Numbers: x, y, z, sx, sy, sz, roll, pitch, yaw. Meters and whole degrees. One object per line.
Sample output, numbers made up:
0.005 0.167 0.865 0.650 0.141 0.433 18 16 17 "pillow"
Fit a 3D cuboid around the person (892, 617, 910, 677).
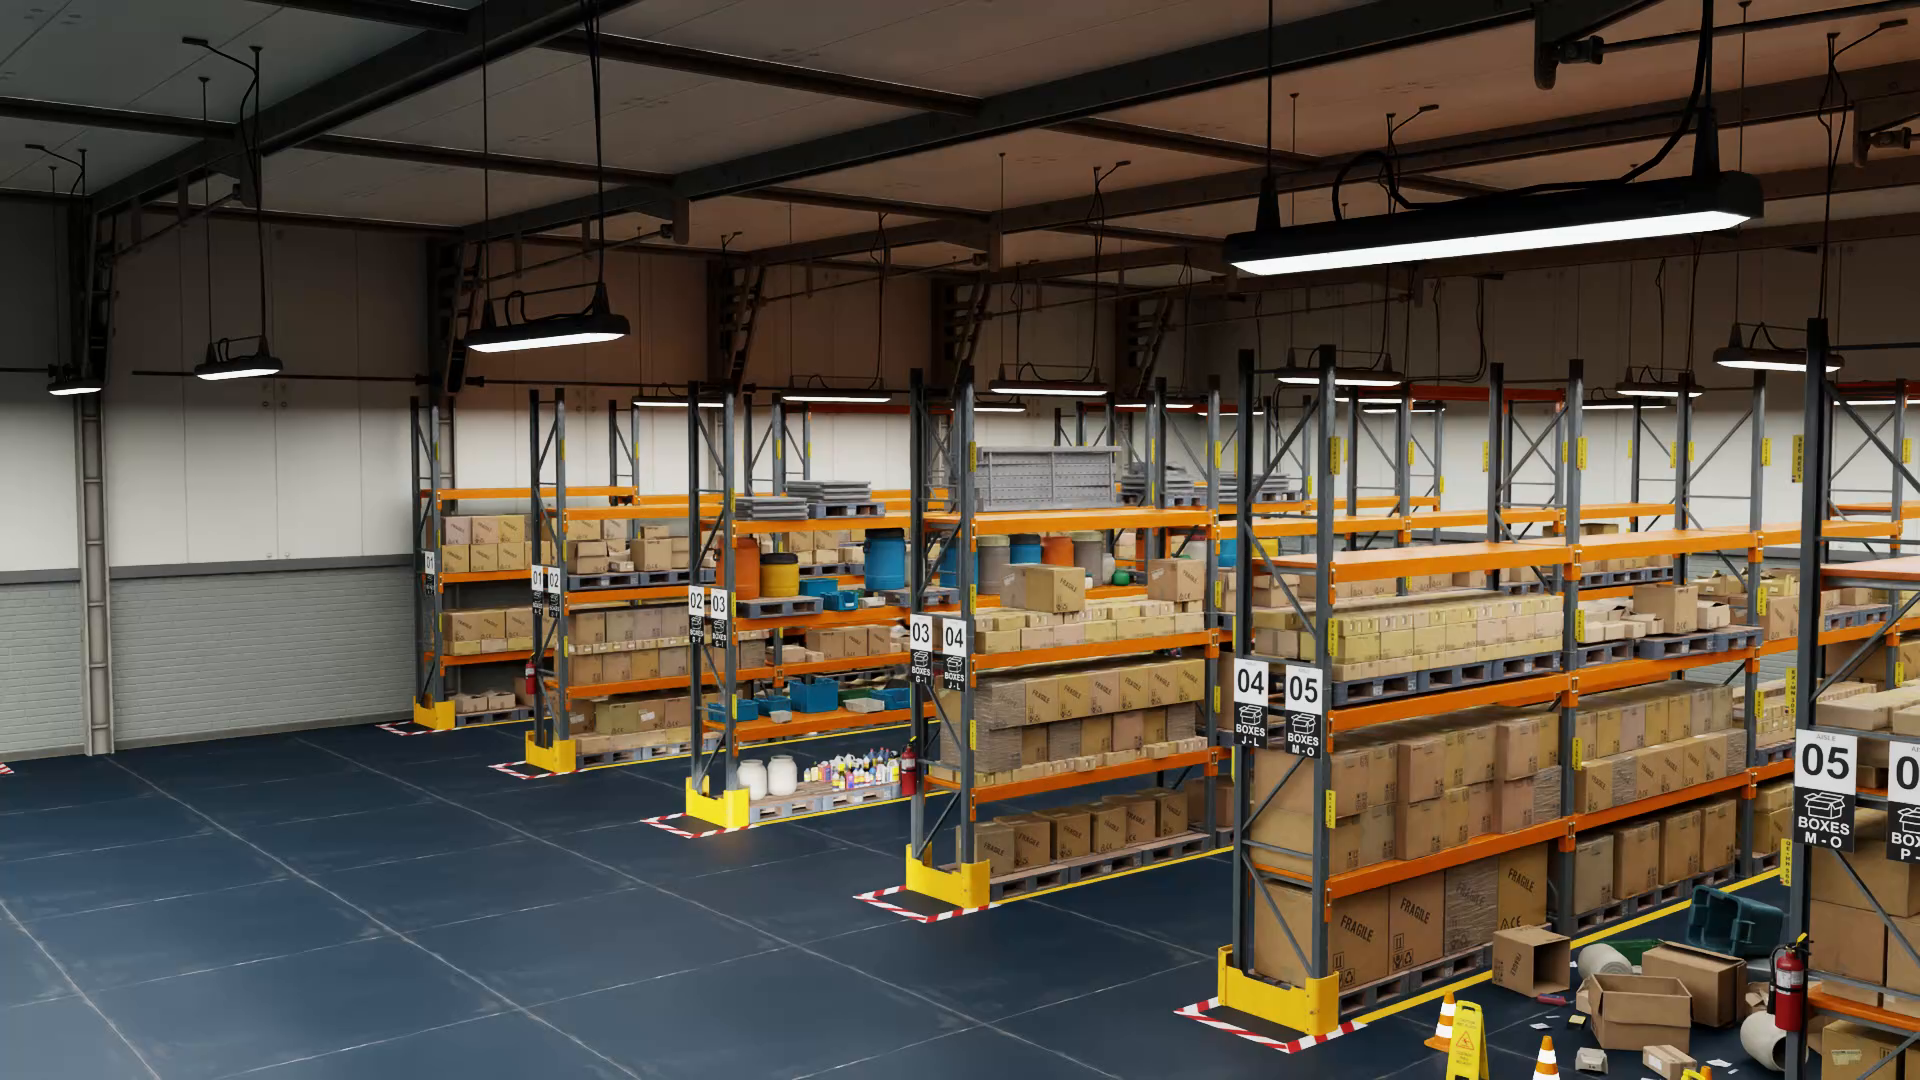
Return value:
-1.222 2.317 33.156 0.495 1.774 0.593 -2 4 -30 "person"
